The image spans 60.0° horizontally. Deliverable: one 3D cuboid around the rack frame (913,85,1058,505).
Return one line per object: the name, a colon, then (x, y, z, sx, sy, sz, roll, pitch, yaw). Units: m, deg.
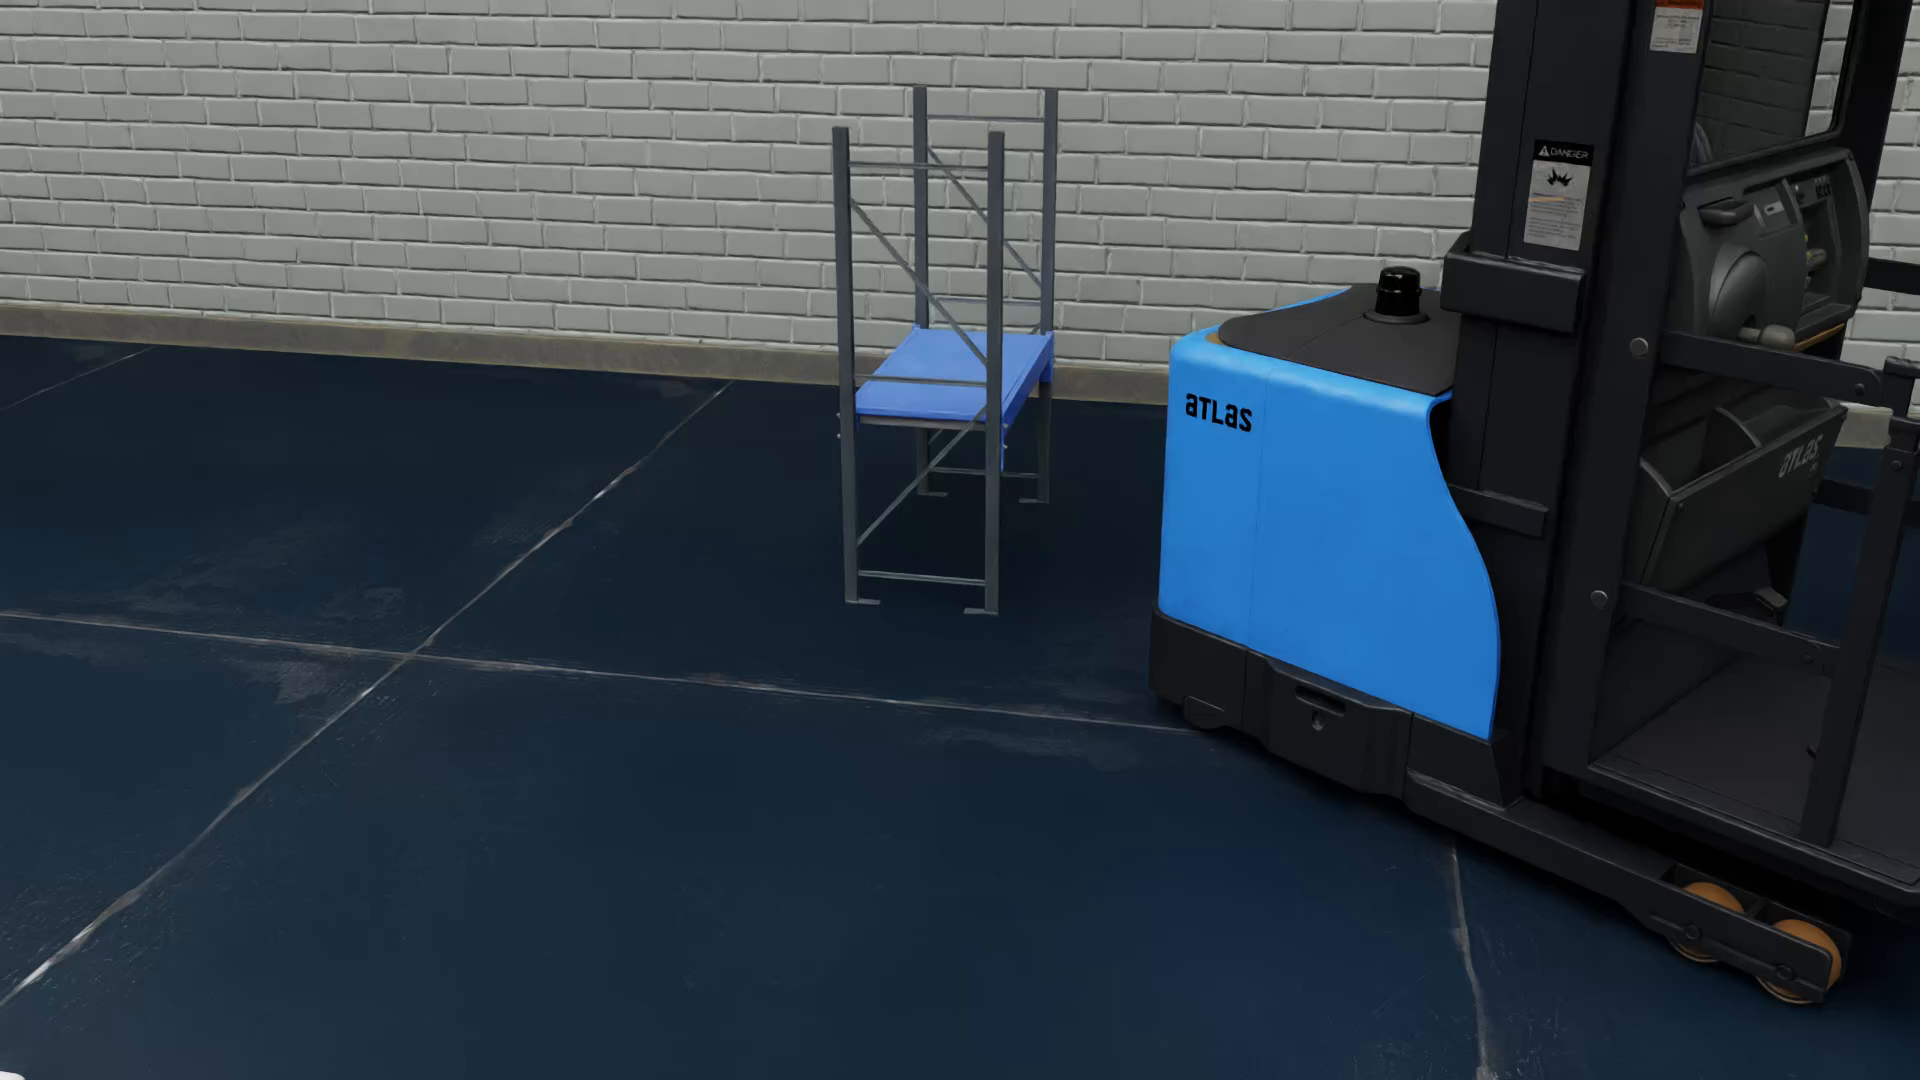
rack frame: (0.086, -0.850, 5.958, 0.500, 1.500, 0.032, 4, 22, 11)

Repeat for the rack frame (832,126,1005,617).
rack frame: (-0.121, -0.479, 5.034, 0.500, 1.500, 0.032, 4, 22, 11)

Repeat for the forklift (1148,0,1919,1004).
forklift: (1.909, -0.614, 3.454, 1.130, 2.935, 3.031, -20, 29, -40)

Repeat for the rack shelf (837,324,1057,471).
rack shelf: (-0.017, -0.498, 5.563, 0.538, 0.185, 1.000, 4, 22, 11)

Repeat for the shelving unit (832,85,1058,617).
shelving unit: (-0.017, -0.664, 5.496, 0.538, 1.500, 1.048, 4, 22, 11)
